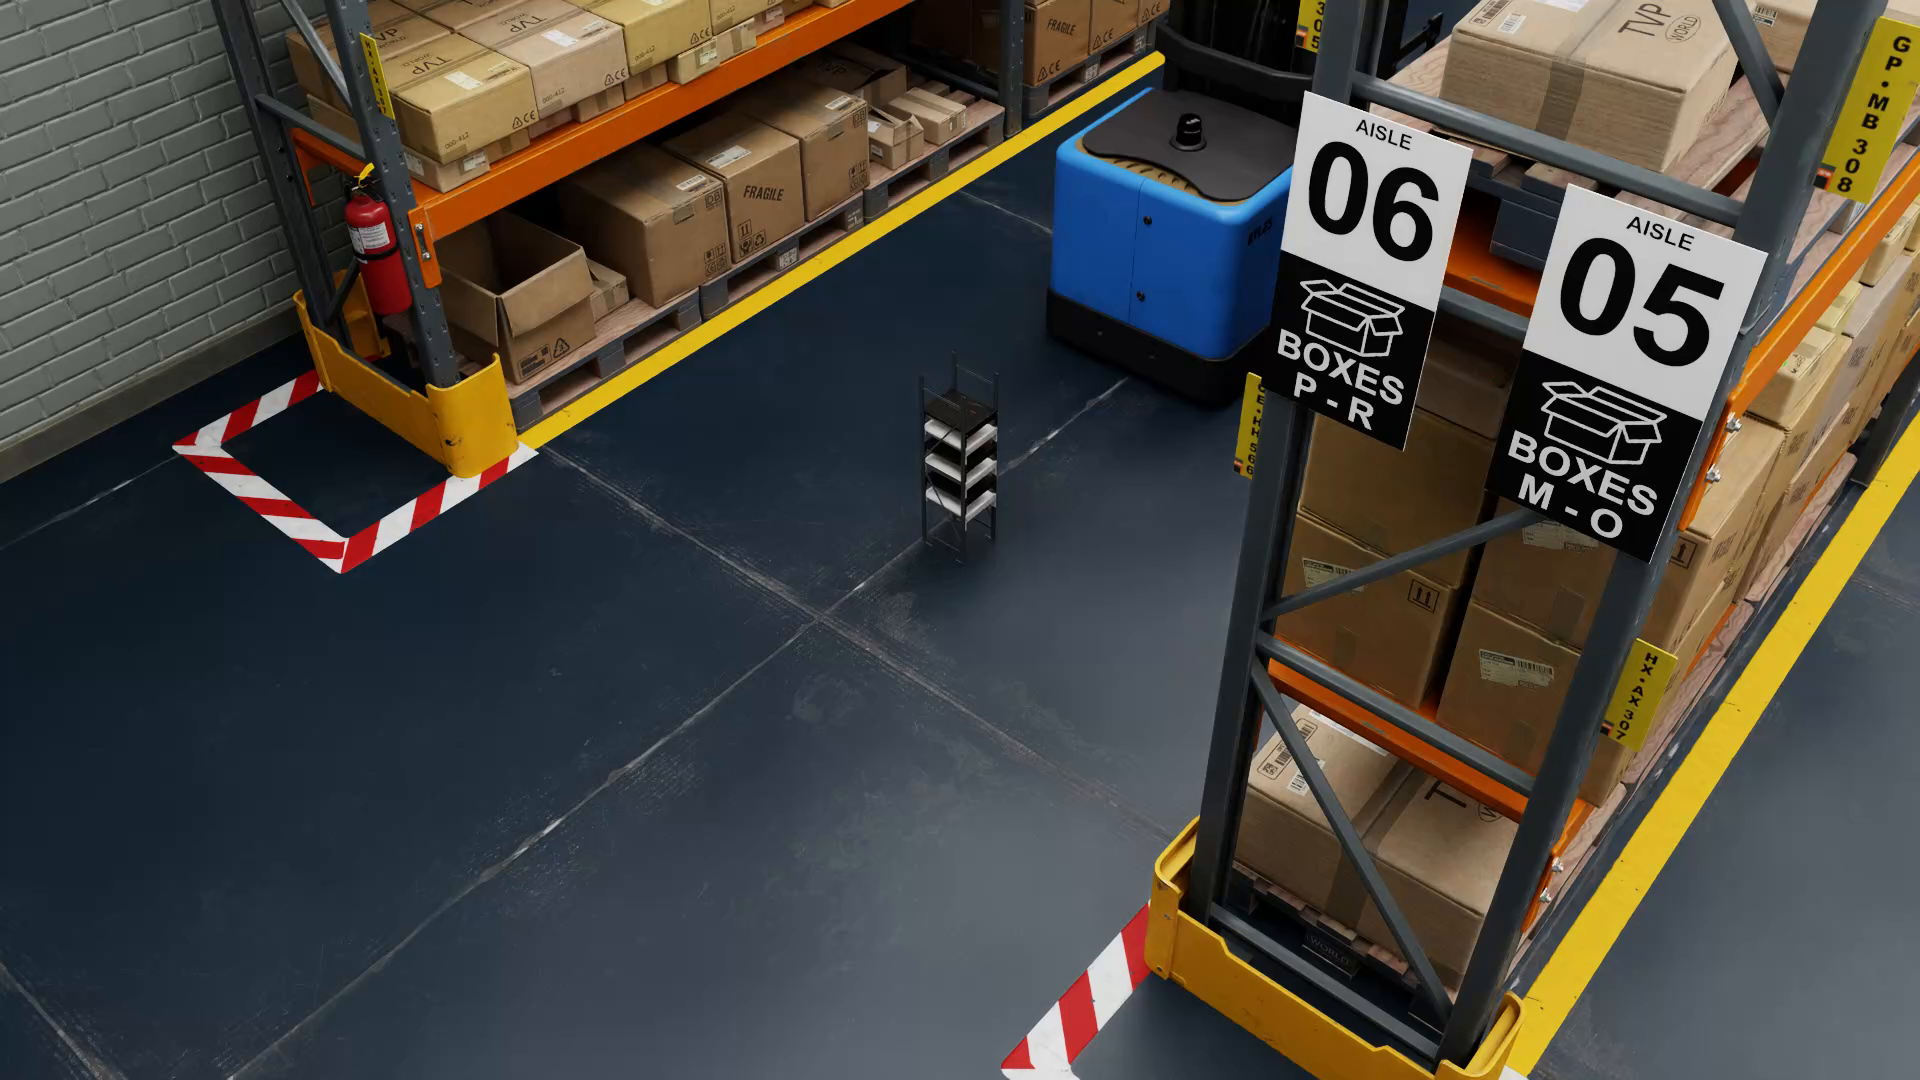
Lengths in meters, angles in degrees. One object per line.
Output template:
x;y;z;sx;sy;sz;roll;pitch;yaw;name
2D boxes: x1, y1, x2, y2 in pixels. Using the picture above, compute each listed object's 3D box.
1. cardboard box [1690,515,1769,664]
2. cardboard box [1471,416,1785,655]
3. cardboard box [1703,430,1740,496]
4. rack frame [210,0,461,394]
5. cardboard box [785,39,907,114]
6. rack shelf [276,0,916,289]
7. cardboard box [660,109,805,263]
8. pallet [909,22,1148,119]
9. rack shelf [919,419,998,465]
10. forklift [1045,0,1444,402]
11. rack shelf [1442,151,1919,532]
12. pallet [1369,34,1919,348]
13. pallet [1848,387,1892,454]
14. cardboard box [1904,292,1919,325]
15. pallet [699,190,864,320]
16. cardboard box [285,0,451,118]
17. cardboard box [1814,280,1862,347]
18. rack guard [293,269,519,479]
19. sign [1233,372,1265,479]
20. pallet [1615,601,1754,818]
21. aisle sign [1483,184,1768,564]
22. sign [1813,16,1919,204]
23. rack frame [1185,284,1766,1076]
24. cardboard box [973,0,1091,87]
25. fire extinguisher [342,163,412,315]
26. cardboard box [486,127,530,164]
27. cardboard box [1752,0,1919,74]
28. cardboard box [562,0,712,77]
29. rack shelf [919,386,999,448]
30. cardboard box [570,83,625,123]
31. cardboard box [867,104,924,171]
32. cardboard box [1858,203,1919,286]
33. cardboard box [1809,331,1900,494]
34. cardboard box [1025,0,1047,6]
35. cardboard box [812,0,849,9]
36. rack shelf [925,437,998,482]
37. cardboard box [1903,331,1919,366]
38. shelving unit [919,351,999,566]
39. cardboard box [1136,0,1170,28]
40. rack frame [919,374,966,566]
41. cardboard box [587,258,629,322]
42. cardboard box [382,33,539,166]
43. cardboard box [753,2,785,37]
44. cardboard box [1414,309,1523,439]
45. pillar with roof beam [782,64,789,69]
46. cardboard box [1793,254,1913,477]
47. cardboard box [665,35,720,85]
2.006;0.042;4.900;0.500;0.500;0.500;29;50;28;cardboard box
1.700;-0.057;4.265;0.500;0.500;0.500;28;49;28;cardboard box
1.614;-0.236;3.980;0.380;0.149;0.250;31;50;29;cardboard box
-2.628;-1.673;6.860;1.000;3.000;0.127;29;50;28;rack frame
-0.660;-2.655;9.627;0.500;0.311;0.500;31;51;30;cardboard box
-1.341;-2.437;8.235;1.077;0.370;4.000;29;50;28;rack shelf
-1.165;-1.830;8.578;0.500;0.500;0.500;30;50;29;cardboard box
0.440;-3.136;10.542;1.003;0.211;1.213;29;50;28;pallet
-0.005;-0.437;6.844;0.258;0.077;0.200;29;50;28;rack shelf
1.741;-2.670;8.008;1.130;2.935;3.031;28;49;28;forklift
2.460;-1.399;4.864;1.077;0.370;4.000;29;50;28;rack shelf
1.643;-0.989;3.945;1.003;0.211;1.213;29;50;28;pallet
4.186;-0.984;8.175;1.003;0.211;1.213;29;50;28;pallet
3.002;-1.106;5.419;0.500;0.500;0.500;30;50;29;cardboard box
-1.282;-1.716;8.981;1.003;0.211;1.213;29;50;28;pallet
-2.535;-2.079;7.197;0.500;0.250;0.500;31;51;30;cardboard box
2.138;-0.629;4.412;0.380;0.149;0.250;28;49;27;cardboard box
-2.579;-0.787;7.744;1.175;0.500;0.348;29;50;28;rack guard
0.767;-0.284;4.296;0.100;0.325;0.005;29;50;28;sign
2.413;0.435;6.615;1.003;0.211;1.213;29;50;28;pallet
1.349;-0.325;3.445;0.394;0.787;0.004;29;50;28;aisle sign
1.594;-0.745;2.901;0.100;0.325;0.005;29;50;28;sign
1.173;0.474;4.499;1.000;3.000;0.127;29;50;28;rack frame
0.429;-3.115;9.992;0.500;0.500;0.500;32;51;30;cardboard box
-2.369;-1.230;6.708;0.296;0.674;0.183;29;50;28;fire extinguisher
-2.078;-1.781;7.166;0.380;0.149;0.250;31;51;29;cardboard box
2.050;-1.196;3.906;0.380;0.149;0.250;31;51;30;cardboard box
-1.482;-2.367;7.513;0.500;0.250;0.500;29;49;28;cardboard box
-0.005;-0.504;6.783;0.258;0.077;0.200;29;50;28;rack shelf
-1.726;-2.035;7.446;0.380;0.149;0.250;31;51;30;cardboard box
-0.418;-2.278;9.246;0.396;0.266;0.258;31;51;30;cardboard box
2.460;-0.897;4.707;0.380;0.149;0.250;30;50;29;cardboard box
2.657;-0.477;5.471;0.500;0.500;0.500;31;51;30;cardboard box
0.380;-3.273;9.683;0.380;0.149;0.250;32;51;30;cardboard box
-0.698;-2.811;8.299;0.380;0.149;0.250;29;50;28;cardboard box
-0.005;-0.371;6.905;0.258;0.077;0.200;29;50;28;rack shelf
3.318;-1.006;6.052;0.500;0.500;0.500;28;49;28;cardboard box
-0.005;-0.329;6.943;0.258;0.900;0.210;29;50;28;shelving unit
1.089;-3.648;10.579;0.500;0.500;0.500;28;49;27;cardboard box
-0.071;-0.276;6.885;0.240;0.900;0.006;29;50;28;rack frame
-1.859;-1.249;8.201;0.380;0.149;0.250;28;49;27;cardboard box
-2.130;-1.844;6.939;0.500;0.250;0.500;30;50;29;cardboard box
-1.073;-2.579;8.044;0.380;0.149;0.250;29;50;28;cardboard box
1.251;-0.444;4.209;0.380;0.149;0.250;30;50;29;cardboard box
2.103;-4.120;5.092;9.100;9.000;0.400;29;50;28;pillar with roof beam
2.353;-0.594;4.856;0.500;0.500;0.500;29;50;28;cardboard box
-1.340;-2.272;7.706;0.380;0.149;0.250;28;49;27;cardboard box
